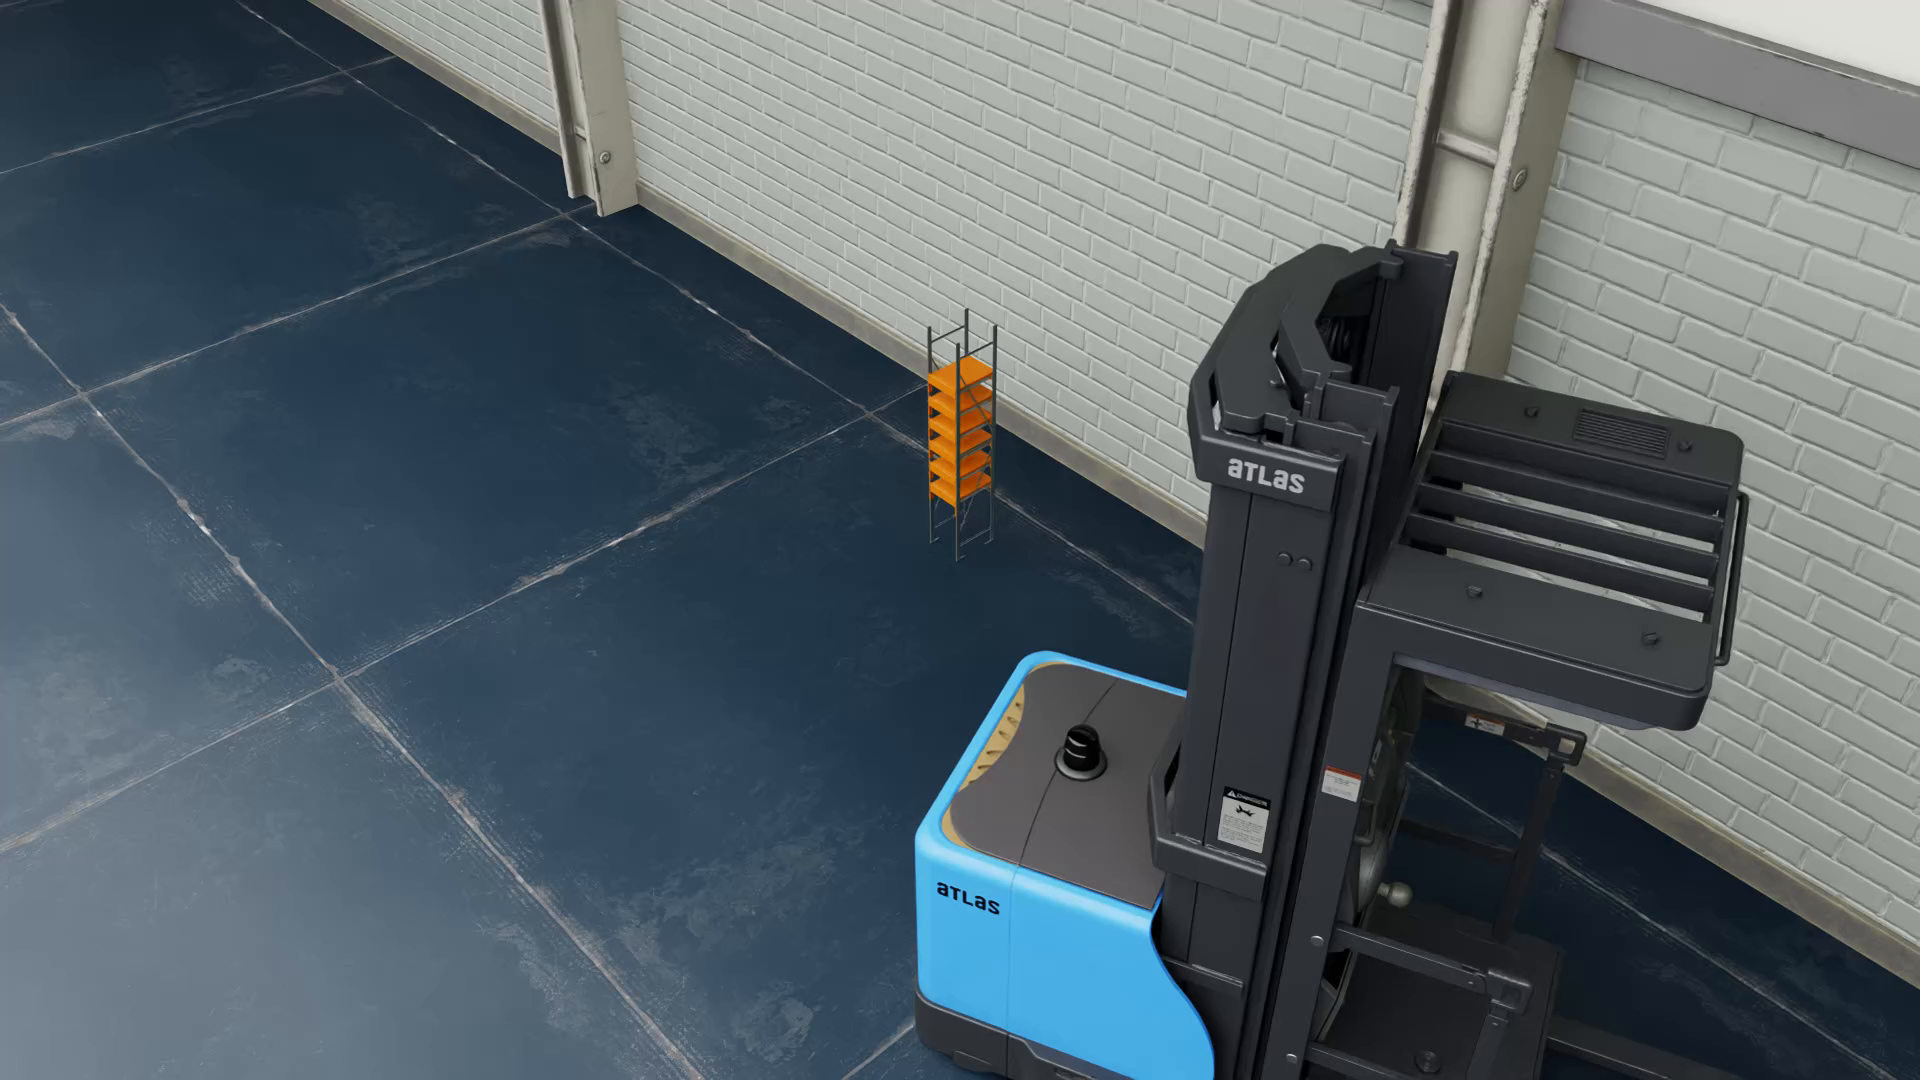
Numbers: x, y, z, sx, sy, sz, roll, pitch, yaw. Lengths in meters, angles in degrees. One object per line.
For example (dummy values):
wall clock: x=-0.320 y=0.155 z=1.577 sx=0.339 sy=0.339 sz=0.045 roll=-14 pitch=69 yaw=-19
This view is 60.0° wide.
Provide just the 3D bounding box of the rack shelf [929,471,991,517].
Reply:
rack shelf: x=0.010 y=-0.239 z=7.751 sx=0.258 sy=0.103 sz=0.180 roll=-30 pitch=48 yaw=-32

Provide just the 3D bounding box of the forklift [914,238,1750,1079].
forklift: x=1.407 y=0.715 z=4.740 sx=3.031 sy=2.935 sz=1.130 roll=16 pitch=41 yaw=18

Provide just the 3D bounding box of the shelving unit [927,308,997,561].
shelving unit: x=0.010 y=-0.460 z=7.573 sx=0.258 sy=1.200 sz=0.189 roll=-30 pitch=48 yaw=-32

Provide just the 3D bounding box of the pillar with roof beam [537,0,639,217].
pillar with roof beam: x=-5.446 y=-3.862 z=5.578 sx=9.100 sy=9.000 sz=0.400 roll=-30 pitch=48 yaw=-32

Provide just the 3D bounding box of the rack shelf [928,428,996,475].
rack shelf: x=0.010 y=-0.426 z=7.600 sx=0.258 sy=0.103 sz=0.180 roll=-30 pitch=48 yaw=-32

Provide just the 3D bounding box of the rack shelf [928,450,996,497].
rack shelf: x=0.010 y=-0.332 z=7.676 sx=0.258 sy=0.103 sz=0.180 roll=-30 pitch=48 yaw=-32

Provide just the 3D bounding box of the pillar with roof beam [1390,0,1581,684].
pillar with roof beam: x=-1.388 y=-1.085 z=2.140 sx=9.100 sy=9.000 sz=0.400 roll=-30 pitch=48 yaw=-32

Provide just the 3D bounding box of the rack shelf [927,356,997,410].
rack shelf: x=0.010 y=-0.706 z=7.374 sx=0.258 sy=0.103 sz=0.180 roll=-30 pitch=48 yaw=-32

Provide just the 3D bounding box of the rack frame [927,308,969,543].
rack frame: x=-0.052 y=-0.502 z=7.625 sx=0.240 sy=1.200 sz=0.006 roll=-30 pitch=48 yaw=-32

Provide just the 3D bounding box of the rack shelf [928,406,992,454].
rack shelf: x=0.010 y=-0.519 z=7.525 sx=0.258 sy=0.103 sz=0.180 roll=-30 pitch=48 yaw=-32

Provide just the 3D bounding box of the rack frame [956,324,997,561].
rack frame: x=0.072 y=-0.418 z=7.520 sx=0.240 sy=1.200 sz=0.006 roll=-30 pitch=48 yaw=-32

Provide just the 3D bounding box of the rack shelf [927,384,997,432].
rack shelf: x=0.010 y=-0.612 z=7.450 sx=0.258 sy=0.103 sz=0.180 roll=-30 pitch=48 yaw=-32
